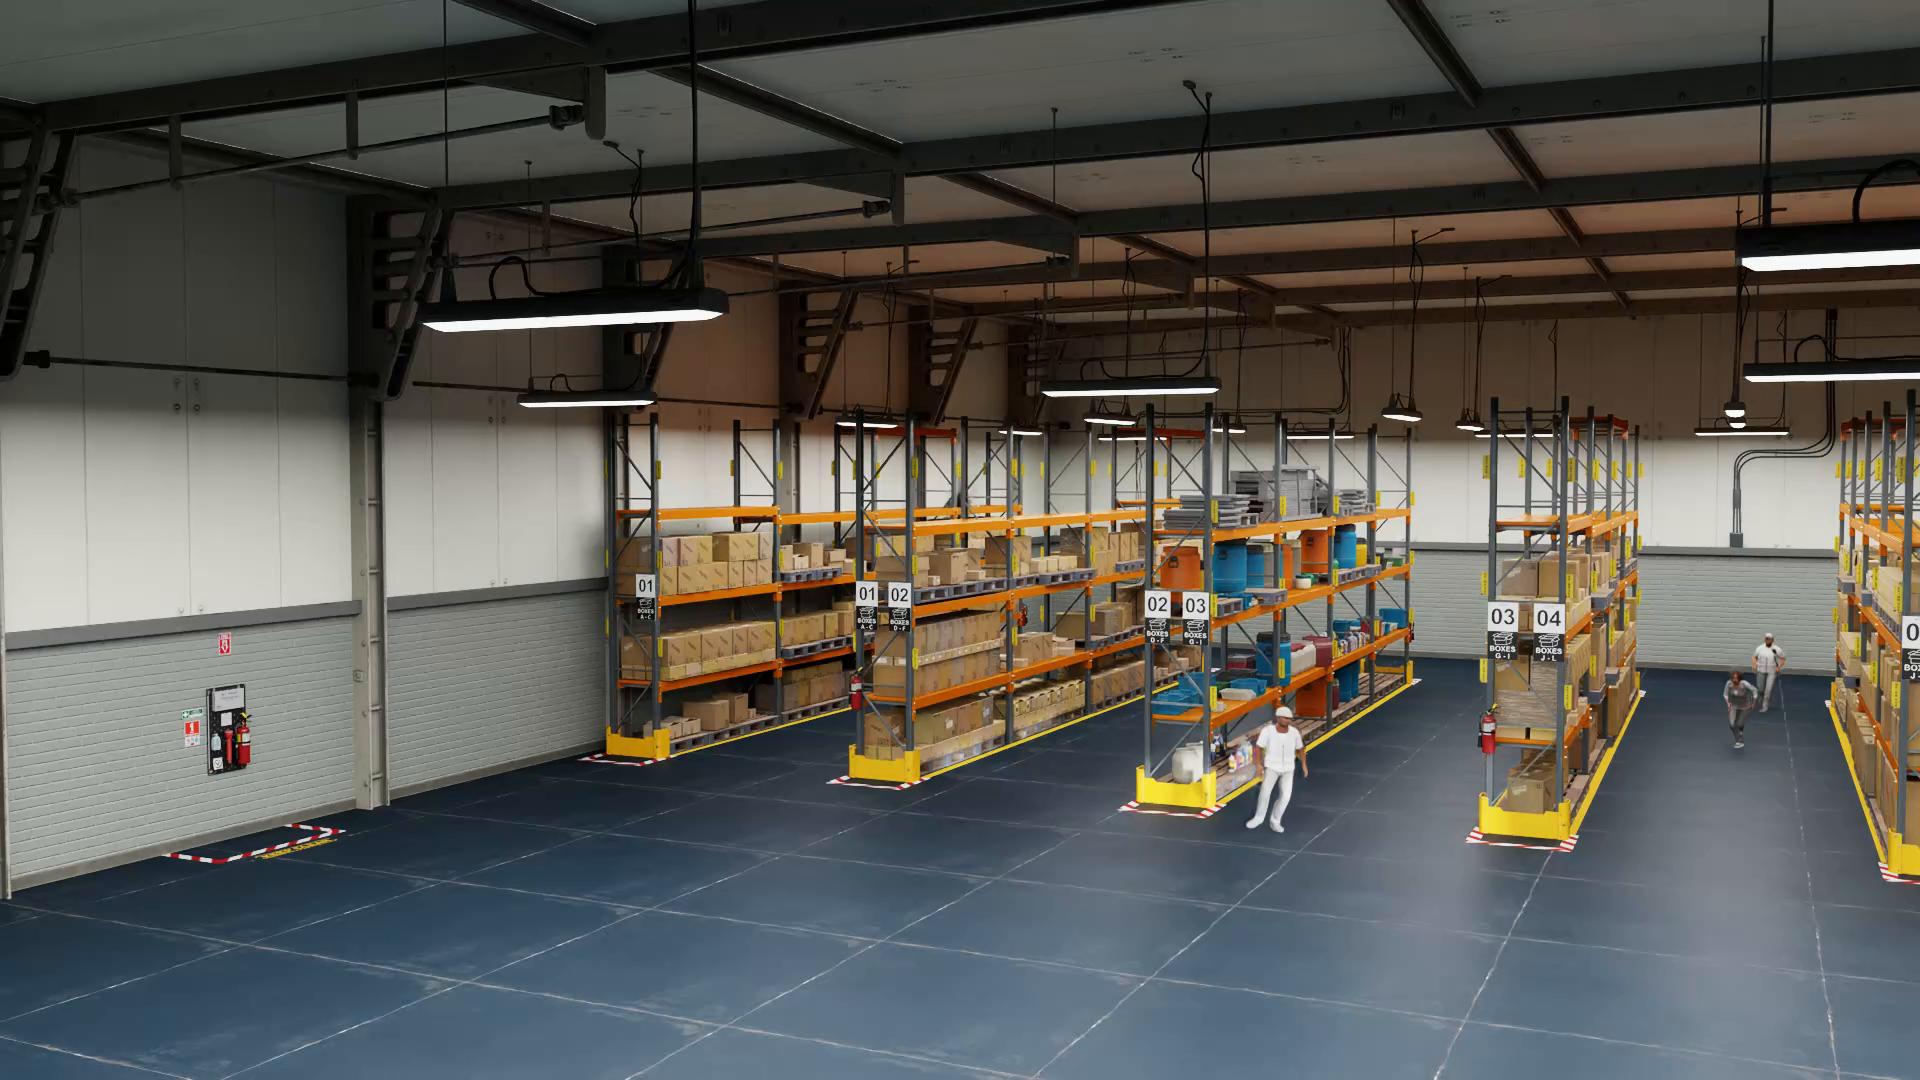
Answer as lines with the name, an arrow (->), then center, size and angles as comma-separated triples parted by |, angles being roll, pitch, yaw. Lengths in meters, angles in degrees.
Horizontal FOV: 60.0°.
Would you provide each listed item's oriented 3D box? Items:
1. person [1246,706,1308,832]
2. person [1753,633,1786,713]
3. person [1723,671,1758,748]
person -> 4.375, 3.177, 22.945 | 0.786, 1.752, 0.593 | 0, 2, -9
person -> 16.786, 2.749, 34.524 | 0.625, 1.633, 0.710 | 2, 3, 33
person -> 14.028, 3.036, 29.876 | 0.561, 1.429, 0.787 | 2, 3, 33
